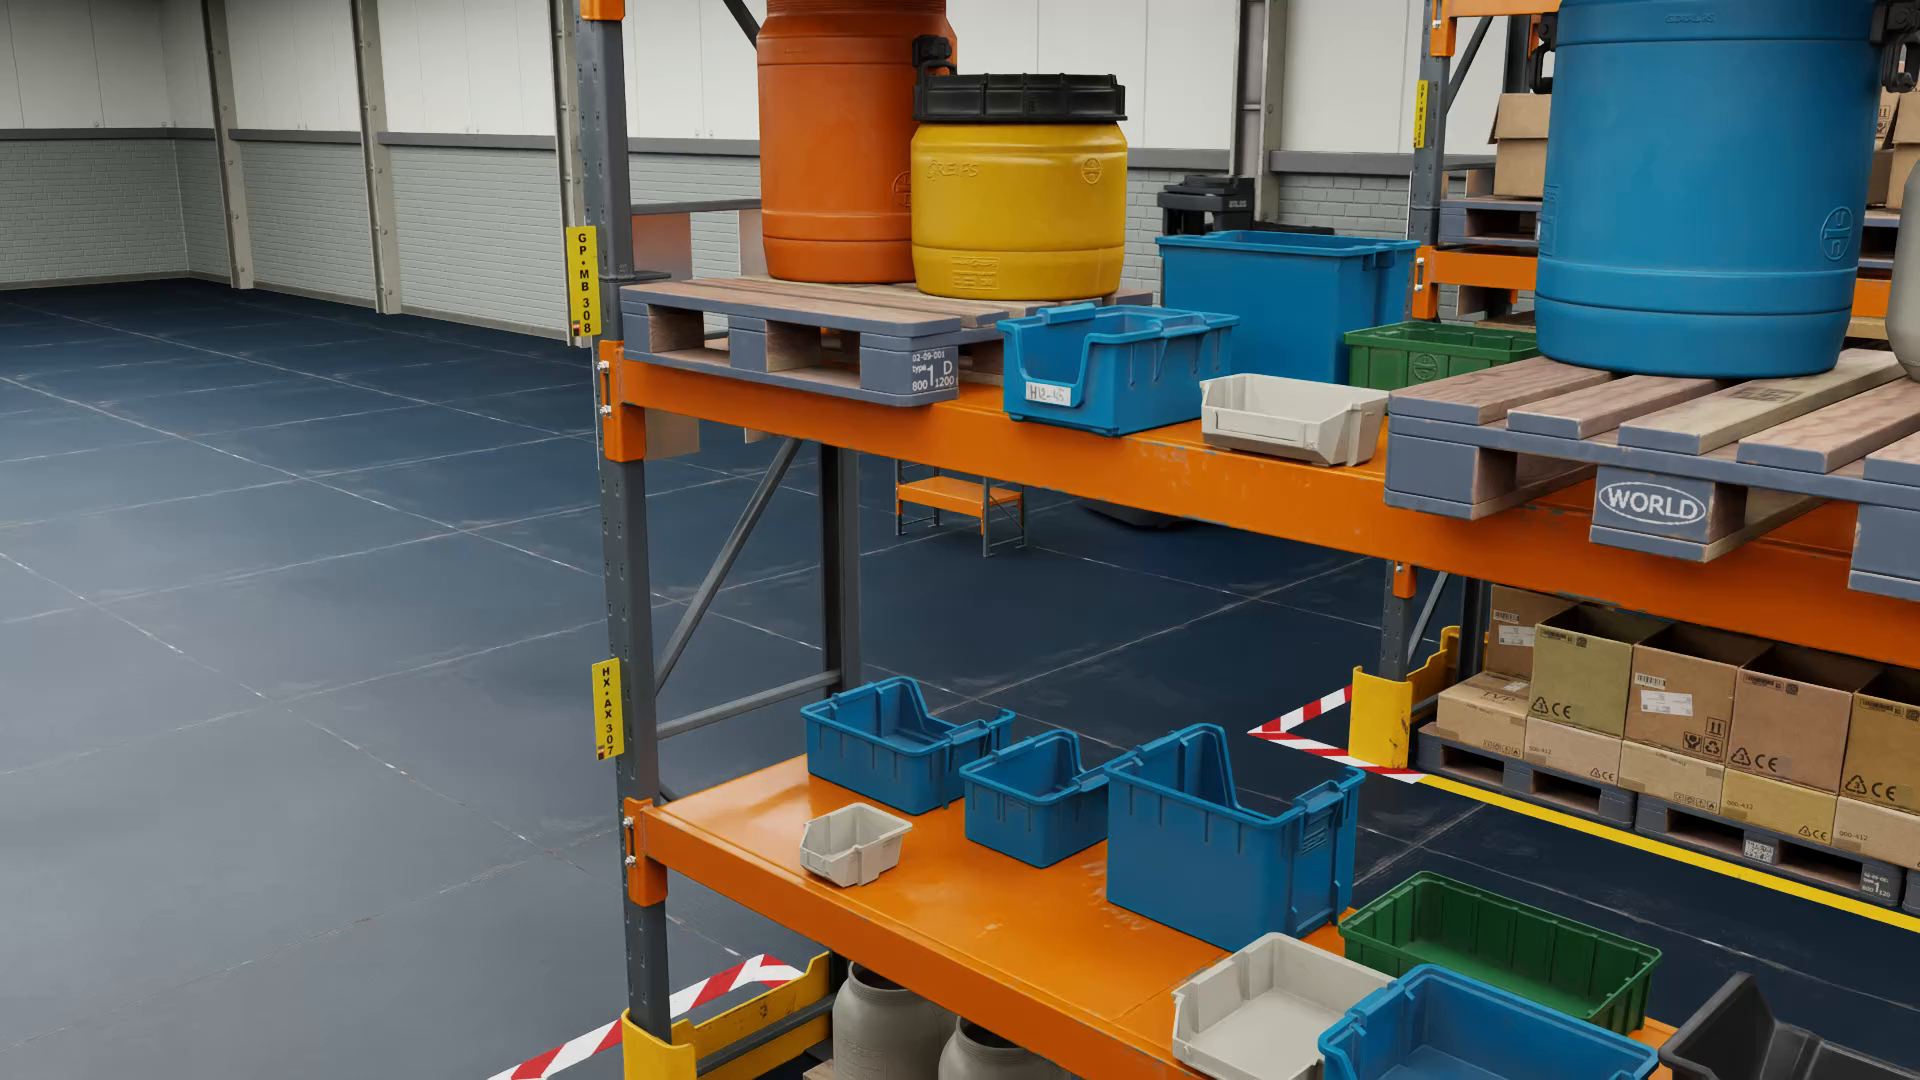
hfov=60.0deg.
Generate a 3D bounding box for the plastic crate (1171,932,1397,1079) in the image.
[{"bbox_3d":[0.789,1.169,4.021,0.437,0.136,0.530,14,20,42],"label":"plastic crate"}]

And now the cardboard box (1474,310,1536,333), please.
[{"bbox_3d":[3.060,-0.902,8.674,0.500,0.500,0.700,14,20,42],"label":"cardboard box"}]

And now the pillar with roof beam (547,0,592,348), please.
[{"bbox_3d":[-8.711,-6.525,21.129,0.400,9.000,9.100,14,20,42],"label":"pillar with roof beam"}]

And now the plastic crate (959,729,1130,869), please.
[{"bbox_3d":[0.286,0.799,5.211,0.408,0.251,0.499,14,20,42],"label":"plastic crate"}]

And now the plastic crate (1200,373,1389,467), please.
[{"bbox_3d":[0.698,-0.252,3.525,0.396,0.136,0.243,14,20,42],"label":"plastic crate"}]

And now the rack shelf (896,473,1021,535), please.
[{"bbox_3d":[0.005,-0.307,13.847,1.000,0.278,0.538,14,20,42],"label":"rack shelf"}]

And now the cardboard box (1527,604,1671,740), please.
[{"bbox_3d":[3.288,0.667,8.558,0.500,0.500,0.500,14,20,42],"label":"cardboard box"}]

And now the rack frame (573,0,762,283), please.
[{"bbox_3d":[-0.746,-2.324,5.004,0.127,3.000,1.000,14,20,42],"label":"rack frame"}]

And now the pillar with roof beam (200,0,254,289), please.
[{"bbox_3d":[-17.349,-8.626,29.189,0.400,9.000,9.100,14,20,42],"label":"pillar with roof beam"}]

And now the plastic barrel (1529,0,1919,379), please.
[{"bbox_3d":[1.492,-0.812,3.322,0.708,0.901,0.600,14,20,42],"label":"plastic barrel"}]

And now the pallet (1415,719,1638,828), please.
[{"bbox_3d":[3.275,1.156,9.075,1.213,0.211,1.003,14,20,42],"label":"pallet"}]

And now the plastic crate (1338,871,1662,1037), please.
[{"bbox_3d":[1.353,1.093,4.209,0.662,0.188,0.450,14,20,42],"label":"plastic crate"}]

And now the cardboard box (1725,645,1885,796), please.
[{"bbox_3d":[4.005,0.842,7.883,0.500,0.500,0.500,14,20,42],"label":"cardboard box"}]

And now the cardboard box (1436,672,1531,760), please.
[{"bbox_3d":[2.927,0.942,8.987,0.500,0.250,0.500,14,20,42],"label":"cardboard box"}]

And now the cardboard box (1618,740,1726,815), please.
[{"bbox_3d":[3.649,1.117,8.318,0.500,0.250,0.500,14,20,42],"label":"cardboard box"}]

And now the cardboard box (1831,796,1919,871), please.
[{"bbox_3d":[4.366,1.293,7.643,0.500,0.250,0.500,14,20,42],"label":"cardboard box"}]

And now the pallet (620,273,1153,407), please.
[{"bbox_3d":[-0.218,-0.618,4.782,1.213,0.211,1.003,14,20,42],"label":"pallet"}]

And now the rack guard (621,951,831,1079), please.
[{"bbox_3d":[-0.658,1.794,6.057,0.348,0.500,1.175,14,20,42],"label":"rack guard"}]

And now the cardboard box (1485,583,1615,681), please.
[{"bbox_3d":[3.288,0.485,9.255,0.500,0.500,0.500,14,20,42],"label":"cardboard box"}]

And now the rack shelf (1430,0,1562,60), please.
[{"bbox_3d":[4.135,-2.331,7.250,4.000,0.370,1.077,14,20,42],"label":"rack shelf"}]

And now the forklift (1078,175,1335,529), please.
[{"bbox_3d":[2.594,-1.757,14.864,3.031,2.935,1.130,-8,17,-28],"label":"forklift"}]

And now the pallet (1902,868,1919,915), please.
[{"bbox_3d":[5.031,1.583,7.437,1.213,0.211,1.003,14,20,42],"label":"pallet"}]

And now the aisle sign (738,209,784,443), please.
[{"bbox_3d":[-0.591,-0.745,5.688,0.004,0.787,0.394,14,20,42],"label":"aisle sign"}]

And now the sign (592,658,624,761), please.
[{"bbox_3d":[-1.131,0.544,5.345,0.005,0.325,0.100,14,20,42],"label":"sign"}]

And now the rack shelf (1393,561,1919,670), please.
[{"bbox_3d":[4.135,0.379,7.956,4.000,0.370,1.077,14,20,42],"label":"rack shelf"}]

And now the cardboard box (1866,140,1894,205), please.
[{"bbox_3d":[4.107,-1.748,7.808,0.500,0.311,0.500,-12,19,-38],"label":"cardboard box"}]

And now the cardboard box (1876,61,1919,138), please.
[{"bbox_3d":[6.566,-3.004,11.342,0.500,0.500,0.500,13,20,42],"label":"cardboard box"}]

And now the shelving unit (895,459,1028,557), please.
[{"bbox_3d":[0.005,-0.543,13.786,1.048,1.125,0.538,14,20,42],"label":"shelving unit"}]

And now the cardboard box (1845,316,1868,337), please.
[{"bbox_3d":[6.266,-1.381,12.054,0.500,0.500,0.500,14,20,42],"label":"cardboard box"}]

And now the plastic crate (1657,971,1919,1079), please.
[{"bbox_3d":[1.845,1.195,3.522,0.504,0.338,0.767,14,20,42],"label":"plastic crate"}]

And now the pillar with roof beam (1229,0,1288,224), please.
[{"bbox_3d":[-0.072,-4.425,13.069,0.400,9.000,9.100,14,20,42],"label":"pillar with roof beam"}]

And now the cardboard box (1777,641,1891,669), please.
[{"bbox_3d":[4.377,0.745,8.256,0.500,0.500,0.500,14,20,42],"label":"cardboard box"}]

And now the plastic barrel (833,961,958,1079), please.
[{"bbox_3d":[-0.219,1.681,5.632,0.421,0.512,0.421,0,15,0],"label":"plastic barrel"}]

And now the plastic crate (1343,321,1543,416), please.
[{"bbox_3d":[1.187,-0.395,3.972,0.450,0.188,0.336,14,20,42],"label":"plastic crate"}]

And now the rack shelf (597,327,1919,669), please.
[{"bbox_3d":[0.694,-0.174,4.129,4.000,0.370,1.077,14,20,42],"label":"rack shelf"}]

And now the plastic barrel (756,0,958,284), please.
[{"bbox_3d":[-0.308,-1.221,5.037,0.708,0.830,0.600,14,20,42],"label":"plastic barrel"}]

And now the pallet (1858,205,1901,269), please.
[{"bbox_3d":[4.069,-1.386,7.529,1.213,0.211,1.003,14,20,42],"label":"pallet"}]

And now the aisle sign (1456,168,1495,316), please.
[{"bbox_3d":[2.852,-1.642,9.129,0.004,0.787,0.394,14,20,42],"label":"aisle sign"}]

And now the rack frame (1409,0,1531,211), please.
[{"bbox_3d":[2.695,-3.222,8.452,0.127,3.000,1.000,14,20,42],"label":"rack frame"}]

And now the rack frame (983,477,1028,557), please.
[{"bbox_3d":[0.371,-0.454,13.444,0.032,1.125,0.500,14,20,42],"label":"rack frame"}]
